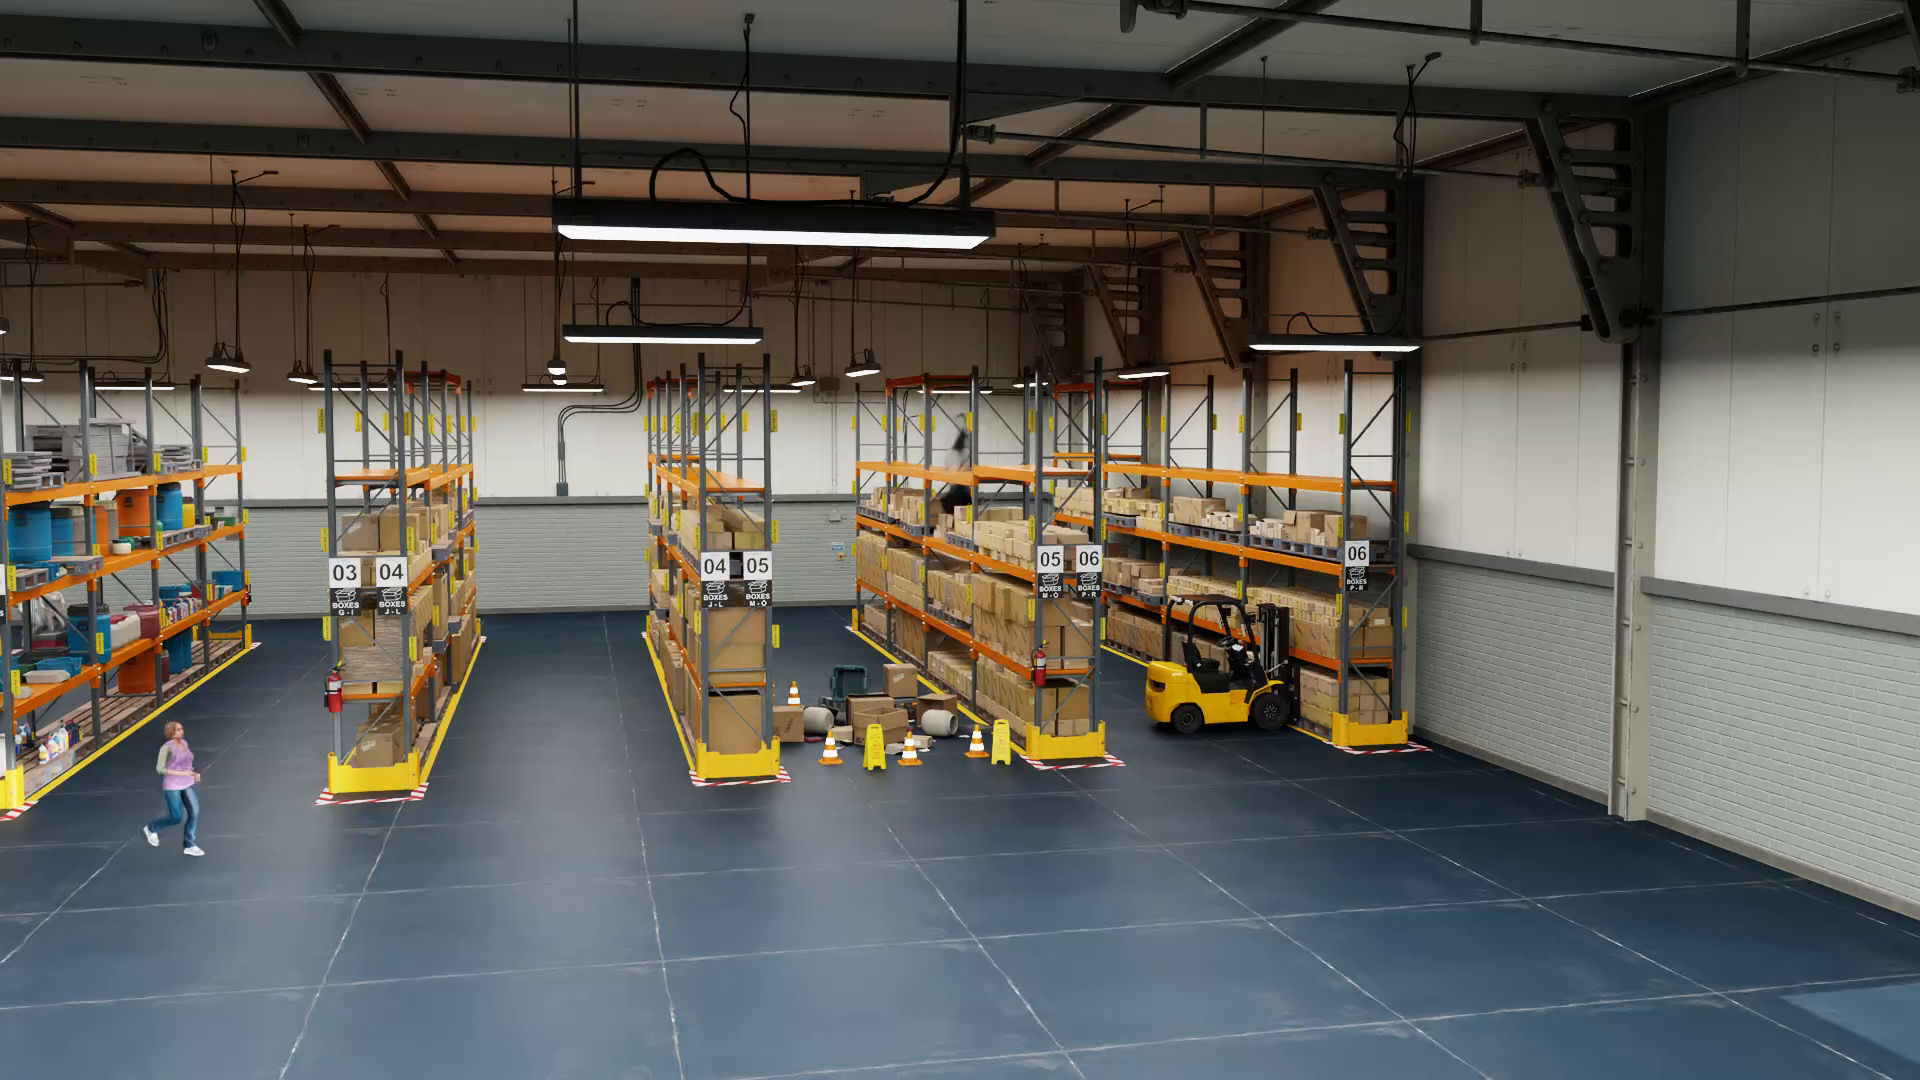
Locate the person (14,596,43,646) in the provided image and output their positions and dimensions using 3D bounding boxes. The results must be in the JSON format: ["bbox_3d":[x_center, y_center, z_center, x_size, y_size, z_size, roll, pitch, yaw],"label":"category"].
[{"bbox_3d":[-20.812,1.561,37.253,0.648,1.738,0.732,0,4,-7],"label":"person"}]

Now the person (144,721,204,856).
[{"bbox_3d":[-9.119,2.889,19.327,0.738,1.552,0.548,1,4,16],"label":"person"}]

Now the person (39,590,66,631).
[{"bbox_3d":[-19.996,1.658,36.688,0.598,1.575,0.552,4,5,43],"label":"person"}]
